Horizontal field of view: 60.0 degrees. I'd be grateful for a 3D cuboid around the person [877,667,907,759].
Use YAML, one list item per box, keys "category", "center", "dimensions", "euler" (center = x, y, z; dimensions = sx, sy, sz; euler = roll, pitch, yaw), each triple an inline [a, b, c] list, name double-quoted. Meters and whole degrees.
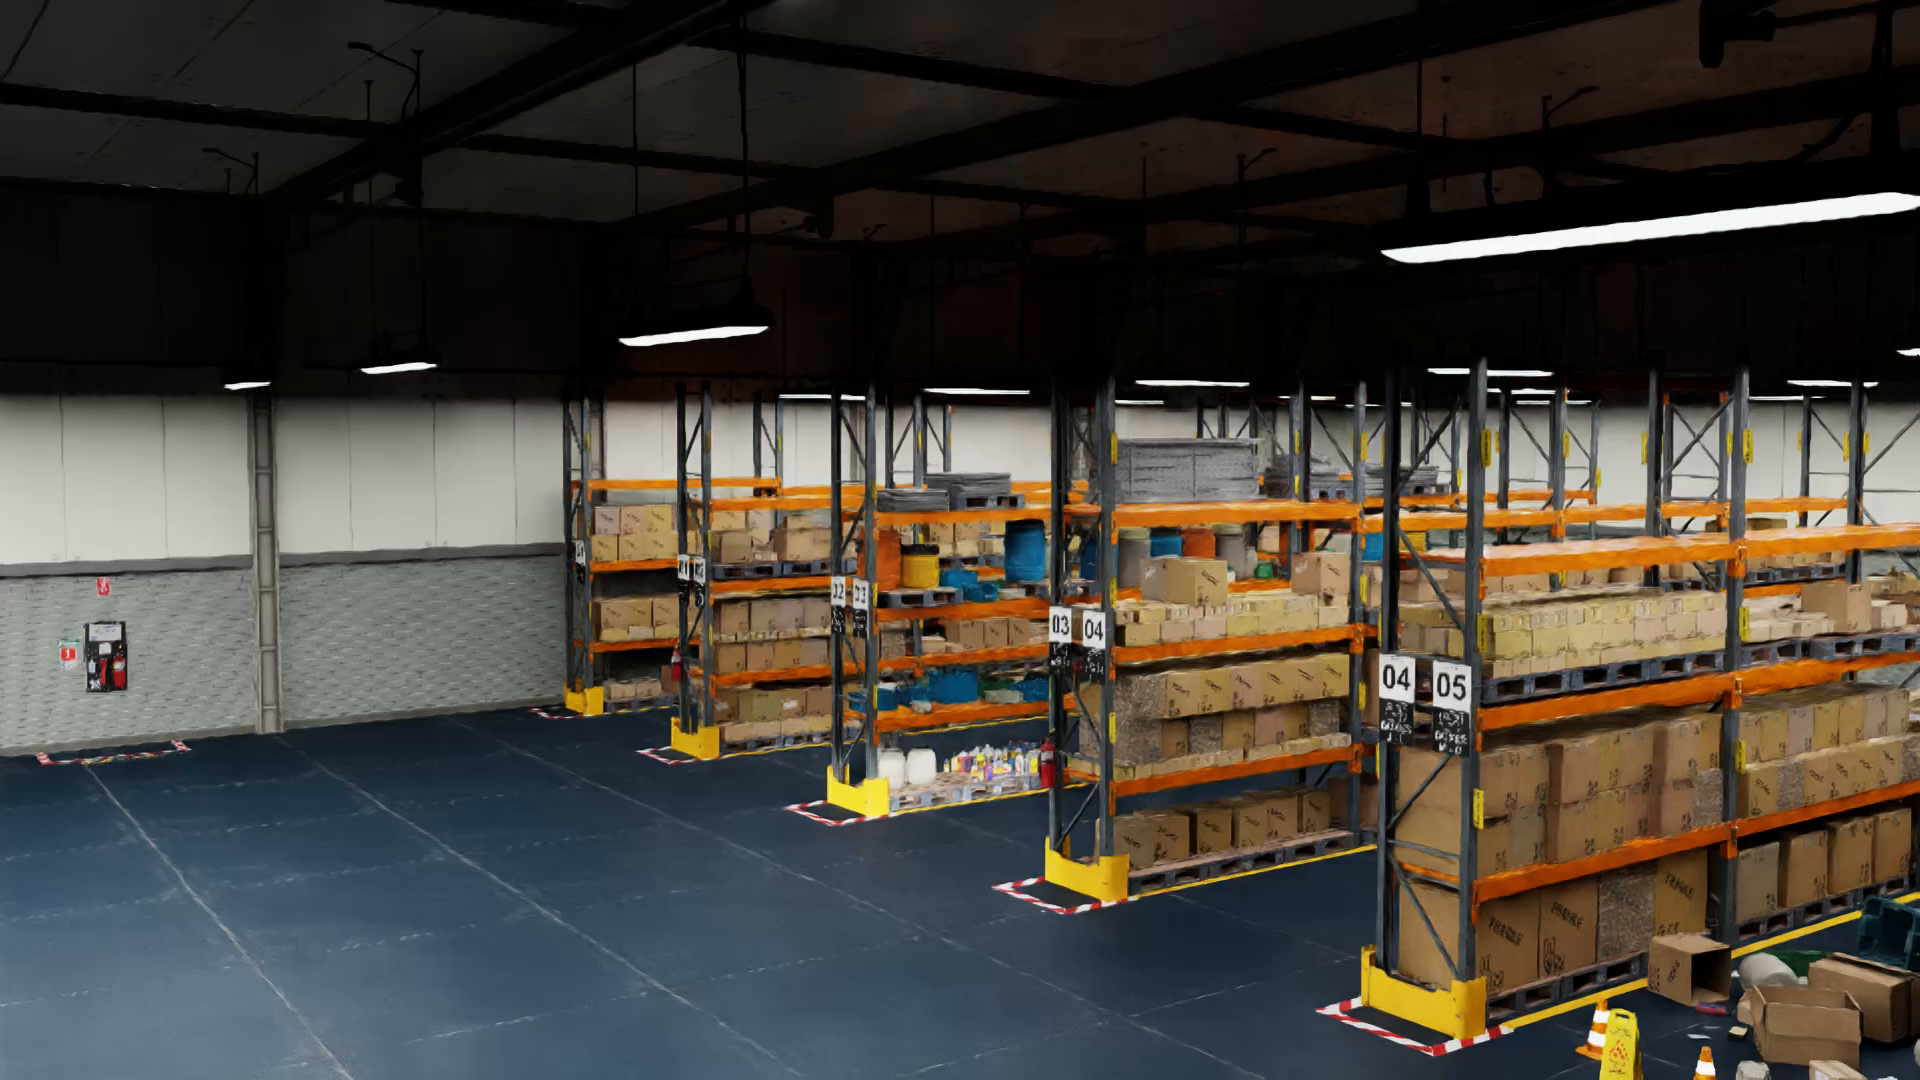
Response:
- category: "person"
  center: [-1.092, 2.726, 24.887]
  dimensions: [0.602, 1.654, 0.570]
  euler: [-1, 4, -14]
